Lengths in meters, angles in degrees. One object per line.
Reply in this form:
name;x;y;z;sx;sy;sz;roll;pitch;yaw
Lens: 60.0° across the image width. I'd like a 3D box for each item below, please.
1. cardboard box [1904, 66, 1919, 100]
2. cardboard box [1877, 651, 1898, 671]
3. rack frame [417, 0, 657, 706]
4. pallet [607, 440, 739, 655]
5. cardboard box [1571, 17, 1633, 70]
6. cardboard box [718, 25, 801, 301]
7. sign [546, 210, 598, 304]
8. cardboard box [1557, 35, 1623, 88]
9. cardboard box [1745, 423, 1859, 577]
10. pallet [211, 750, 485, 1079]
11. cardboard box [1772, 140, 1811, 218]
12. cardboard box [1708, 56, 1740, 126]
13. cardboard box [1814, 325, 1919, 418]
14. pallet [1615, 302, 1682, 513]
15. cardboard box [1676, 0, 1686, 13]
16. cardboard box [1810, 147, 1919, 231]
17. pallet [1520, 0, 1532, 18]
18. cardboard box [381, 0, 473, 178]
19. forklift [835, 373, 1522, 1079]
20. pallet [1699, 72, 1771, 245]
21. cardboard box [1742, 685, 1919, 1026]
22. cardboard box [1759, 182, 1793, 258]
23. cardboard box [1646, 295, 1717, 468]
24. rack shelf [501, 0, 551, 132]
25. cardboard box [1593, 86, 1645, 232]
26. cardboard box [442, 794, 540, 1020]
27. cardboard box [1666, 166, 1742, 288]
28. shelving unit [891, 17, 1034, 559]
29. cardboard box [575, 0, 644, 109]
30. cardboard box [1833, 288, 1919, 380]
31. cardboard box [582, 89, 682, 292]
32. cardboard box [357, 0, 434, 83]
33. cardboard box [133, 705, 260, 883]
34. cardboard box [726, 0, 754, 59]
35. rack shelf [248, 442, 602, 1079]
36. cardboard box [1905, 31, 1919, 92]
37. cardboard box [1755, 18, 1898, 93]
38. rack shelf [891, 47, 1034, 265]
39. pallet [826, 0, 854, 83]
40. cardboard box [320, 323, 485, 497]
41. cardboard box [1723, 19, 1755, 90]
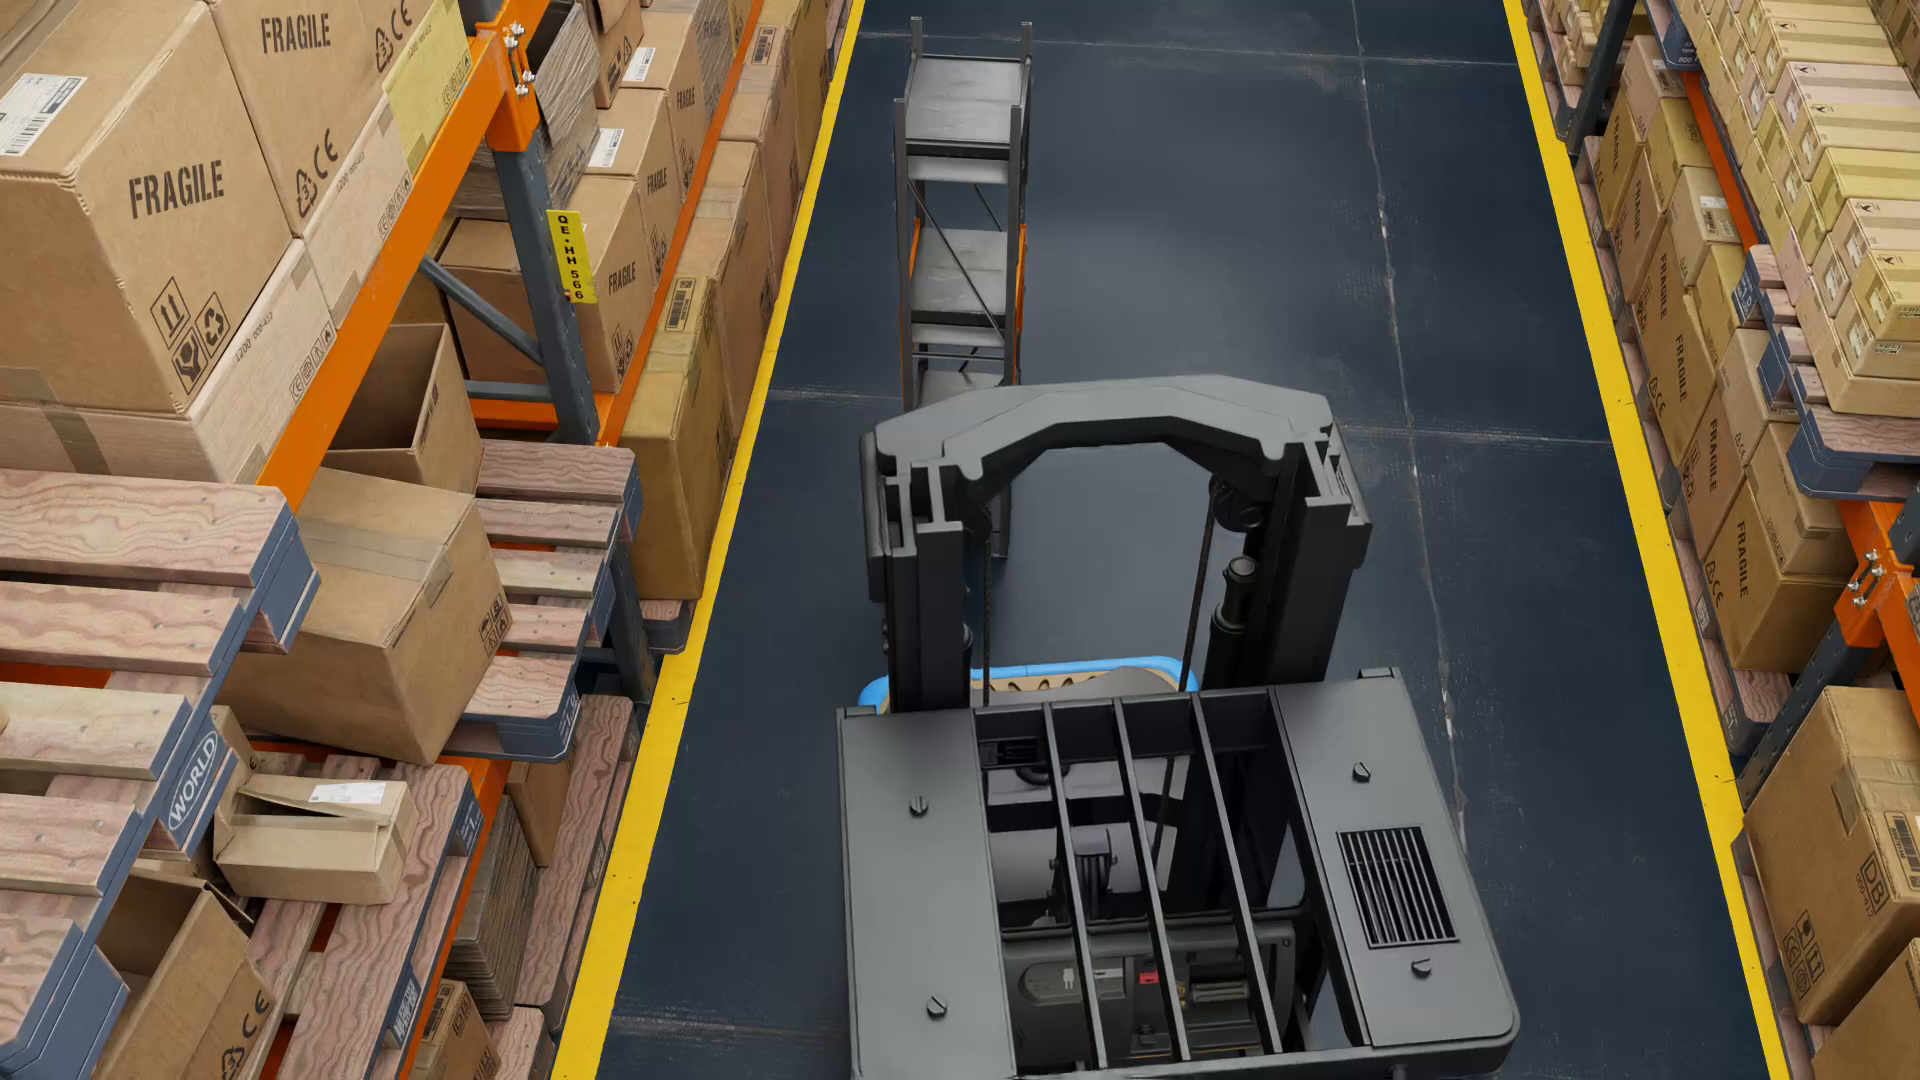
cardboard box;3.665;-1.601;6.093;0.380;0.149;0.250;2;48;2
cardboard box;3.598;0.136;6.028;0.500;0.500;0.500;2;48;2
rack frame;-1.650;-0.471;5.174;1.000;3.000;0.127;4;48;4
pallet;-1.504;-0.104;6.728;1.003;0.211;1.213;4;48;4
cardboard box;3.356;-2.536;8.508;0.380;0.149;0.250;5;48;4
cardboard box;-1.405;-1.707;7.460;1.225;0.875;0.875;2;48;2
sign;-1.109;-0.806;4.749;0.100;0.325;0.005;4;48;4
cardboard box;3.341;-2.493;8.671;0.380;0.149;0.250;4;48;4
cardboard box;3.081;-0.135;5.768;0.500;0.250;0.500;3;48;3
pallet;-1.790;1.051;3.912;1.003;0.211;1.213;4;48;4
cardboard box;2.939;-1.188;5.514;0.380;0.149;0.250;4;48;4
cardboard box;3.010;-1.656;6.144;0.380;0.149;0.250;2;48;2
cardboard box;2.867;-0.514;5.099;0.380;0.149;0.250;5;48;4
pallet;3.466;-0.591;7.173;1.003;0.211;1.213;4;48;4
cardboard box;3.080;-2.229;6.668;0.380;0.149;0.250;4;48;4
cardboard box;2.917;-1.089;5.222;0.380;0.149;0.250;5;48;5
pallet;3.779;-3.457;9.794;1.003;0.211;1.213;4;48;4
cardboard box;-1.450;-1.067;3.788;0.500;0.250;0.500;4;48;4
forklift;0.332;1.195;3.696;1.130;2.935;3.031;-4;48;-4
pallet;3.419;-1.456;6.205;1.003;0.211;1.213;4;48;4
cardboard box;3.135;0.996;5.073;1.050;0.750;0.750;3;48;3
cardboard box;2.941;-1.068;5.606;0.380;0.149;0.250;3;48;3
cardboard box;3.162;-0.634;6.732;0.500;0.500;0.500;2;48;2
rack shelf;-1.468;-2.710;5.677;1.077;0.370;4.000;4;48;4
cardboard box;3.313;-1.776;7.777;0.500;0.500;0.500;6;48;5
cardboard box;-1.729;1.126;5.109;0.700;0.500;0.500;0;48;0
cardboard box;3.217;-1.263;6.799;0.500;0.250;0.500;6;48;5
shelving unit;0.015;-0.830;6.112;0.431;2.100;0.503;4;48;4
cardboard box;-1.506;-1.858;5.695;0.797;0.503;0.637;5;48;4
cardboard box;2.871;-0.614;4.989;0.380;0.149;0.250;5;48;4
cardboard box;-1.291;-1.223;5.794;0.500;0.500;0.500;3;48;2
cardboard box;-1.445;-1.319;3.510;0.500;0.500;0.500;5;48;5
cardboard box;-2.032;0.654;3.962;0.500;0.250;0.500;3;48;2
cardboard box;-1.149;-2.335;6.811;0.500;0.500;0.500;3;48;3
rack shelf;-1.833;1.241;4.095;1.077;0.370;4.000;4;48;4
cardboard box;3.660;-1.707;5.989;0.380;0.149;0.250;5;48;5
cardboard box;2.988;-1.662;5.746;0.380;0.149;0.250;6;48;5
rack shelf;0.015;-1.294;5.606;0.431;0.518;0.480;4;48;4
pallet;-1.139;-3.023;9.398;1.003;0.211;1.213;4;48;4
cardboard box;-1.660;-0.247;4.617;0.500;0.500;0.500;-1;48;-1
cardboard box;3.010;-1.752;6.030;0.380;0.149;0.250;3;48;3
